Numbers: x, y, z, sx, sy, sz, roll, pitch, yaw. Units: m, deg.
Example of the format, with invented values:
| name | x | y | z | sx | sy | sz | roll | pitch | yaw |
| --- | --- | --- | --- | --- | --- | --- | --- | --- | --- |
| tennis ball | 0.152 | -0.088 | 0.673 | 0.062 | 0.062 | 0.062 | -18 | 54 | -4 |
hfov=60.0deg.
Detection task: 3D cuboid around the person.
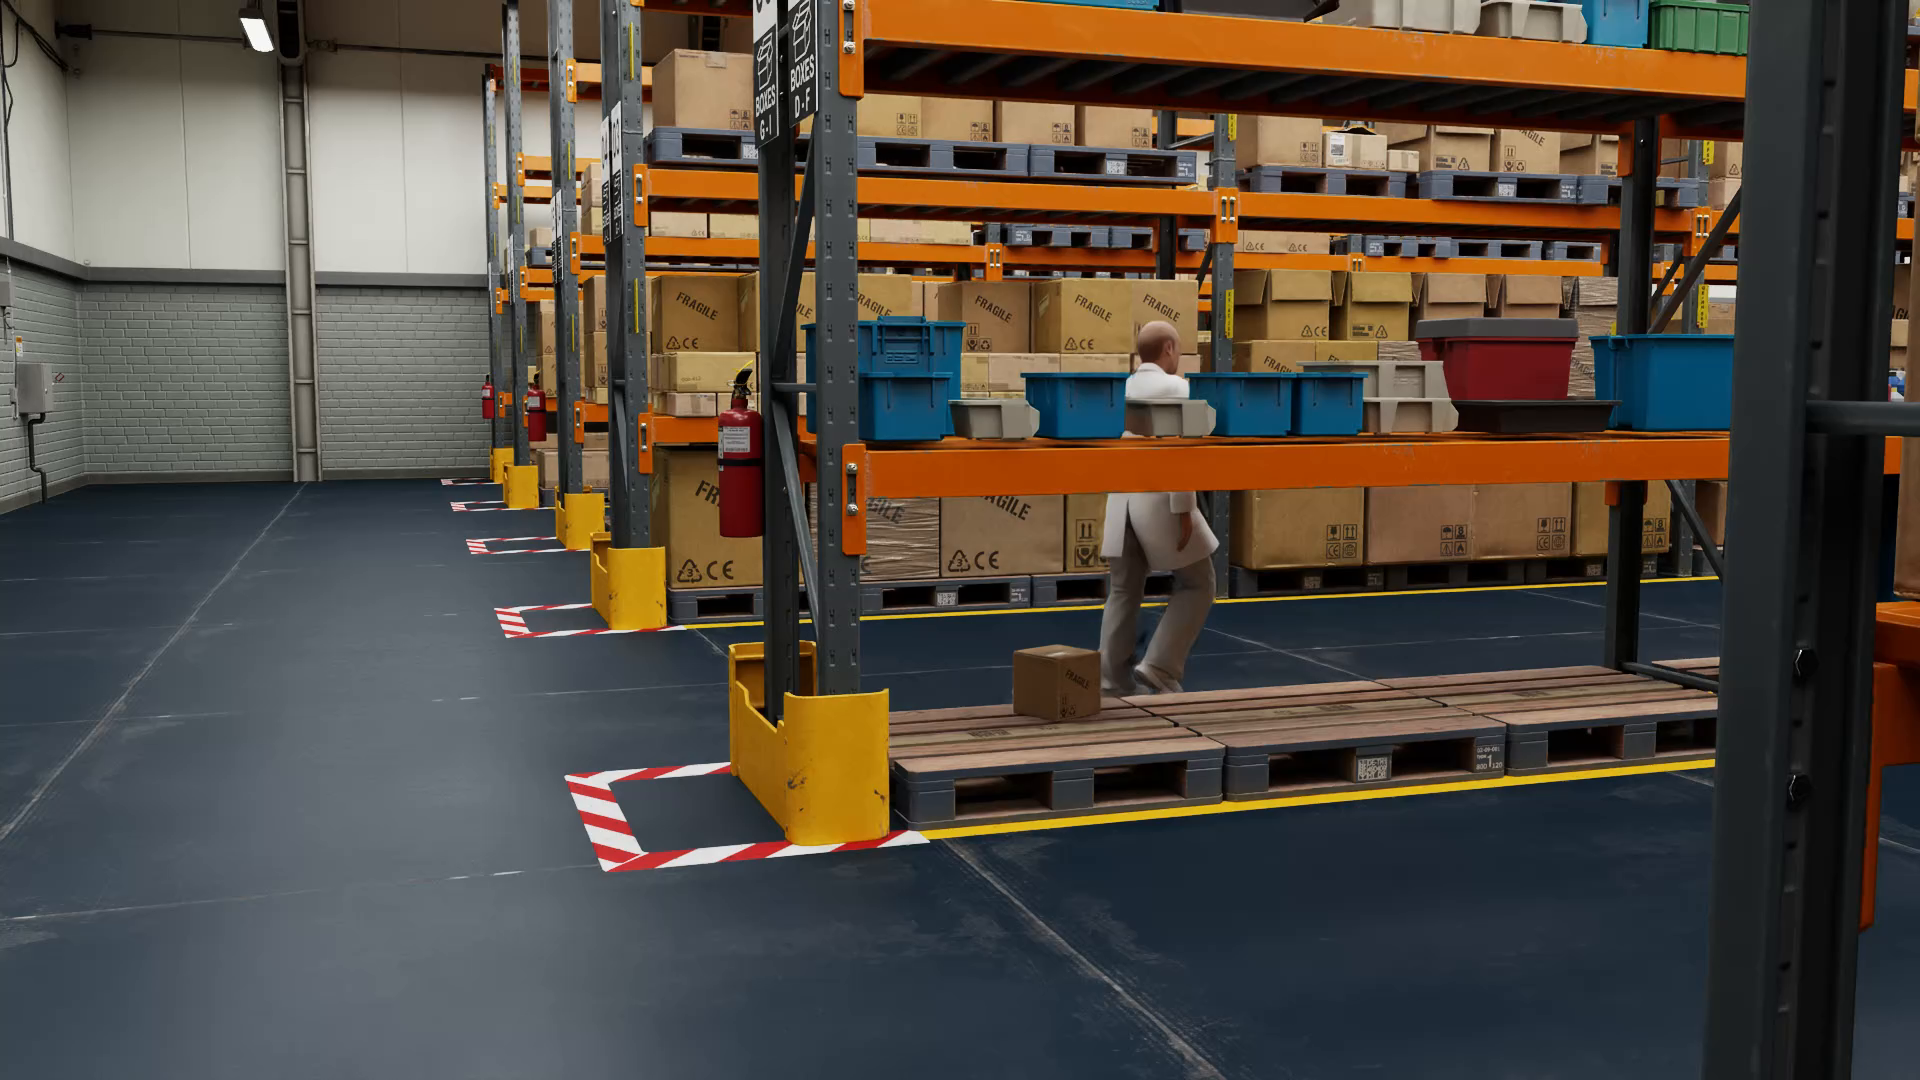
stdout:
| name | x | y | z | sx | sy | sz | roll | pitch | yaw |
| --- | --- | --- | --- | --- | --- | --- | --- | --- | --- |
| person | 0.864 | -0.093 | 7.609 | 0.566 | 1.812 | 0.605 | -5 | 8 | -43 |
